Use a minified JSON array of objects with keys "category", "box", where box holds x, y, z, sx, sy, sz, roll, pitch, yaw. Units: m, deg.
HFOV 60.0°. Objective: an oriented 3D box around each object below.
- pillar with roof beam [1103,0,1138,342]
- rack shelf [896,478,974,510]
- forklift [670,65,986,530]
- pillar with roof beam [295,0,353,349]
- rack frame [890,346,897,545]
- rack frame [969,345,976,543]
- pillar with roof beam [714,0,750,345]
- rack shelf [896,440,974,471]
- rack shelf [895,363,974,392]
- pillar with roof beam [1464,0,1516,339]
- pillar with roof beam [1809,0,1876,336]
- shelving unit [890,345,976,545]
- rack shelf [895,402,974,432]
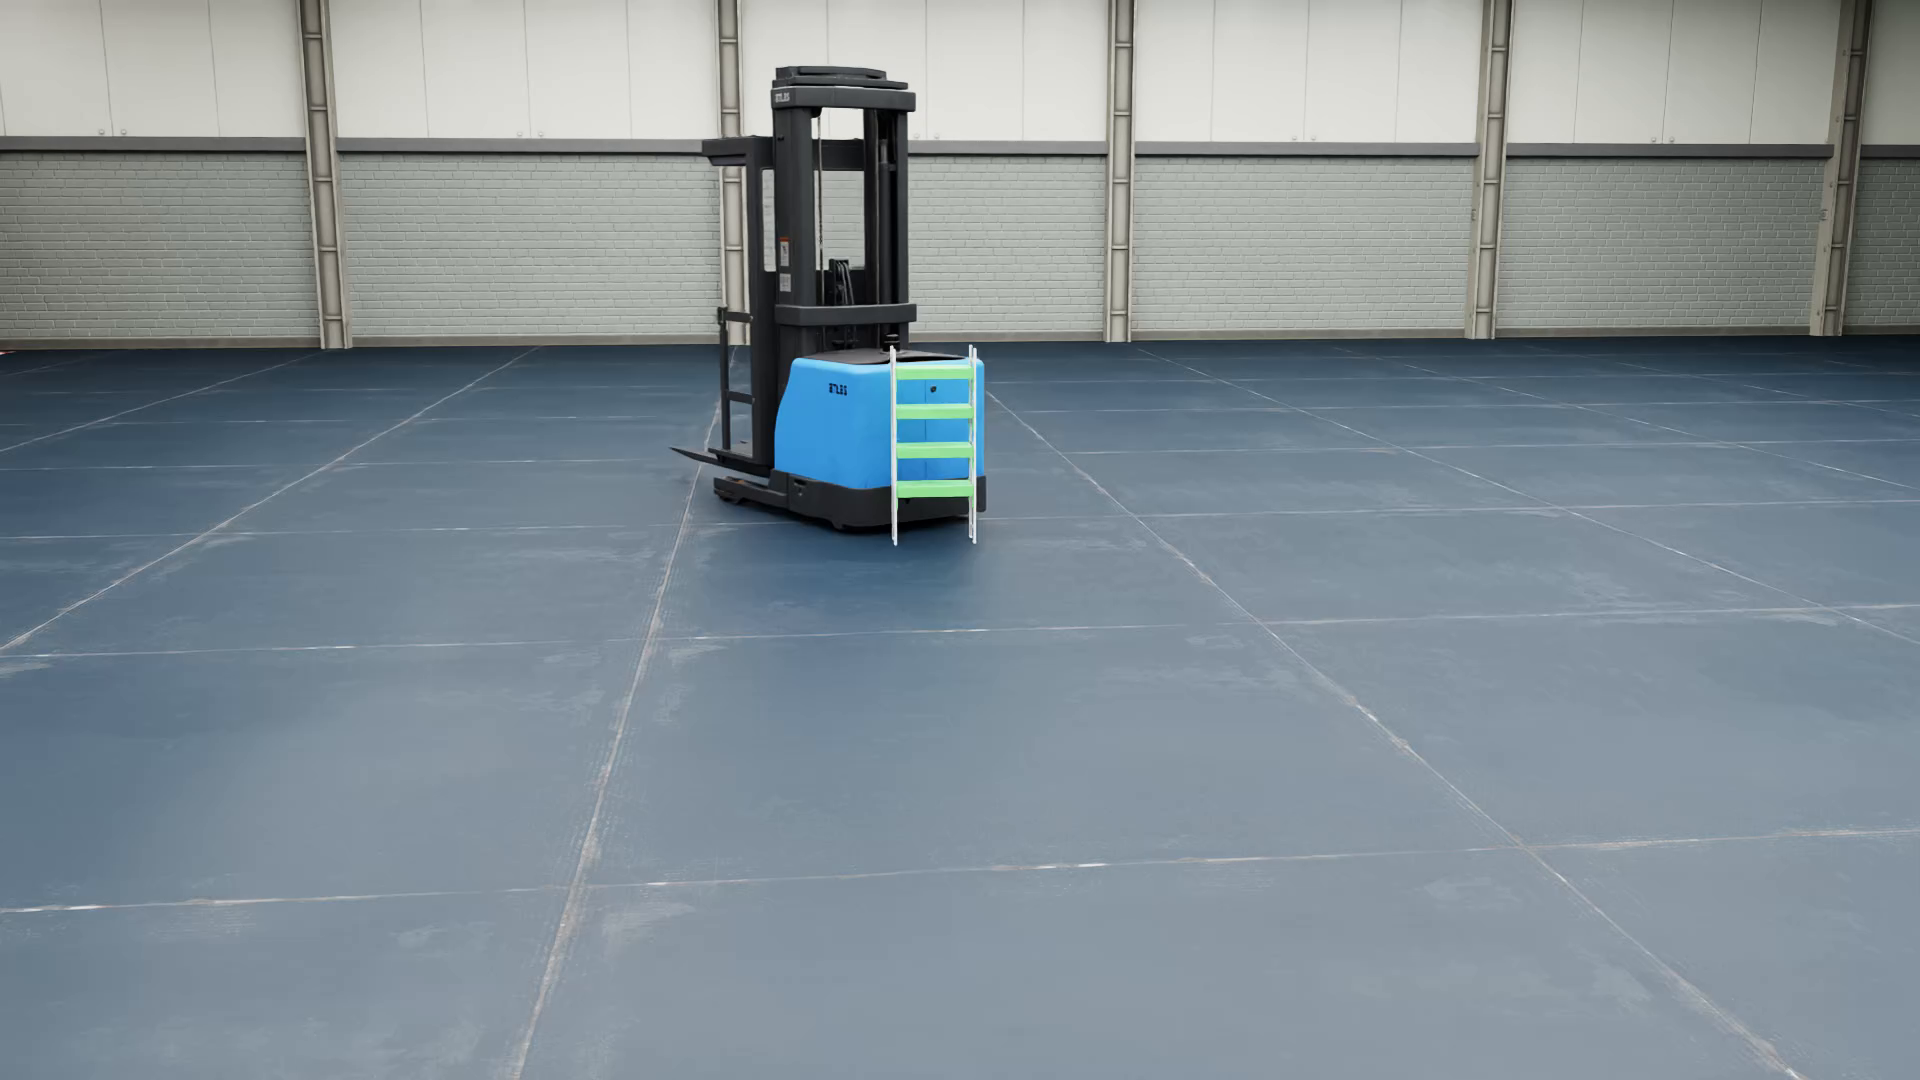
[{"category":"pillar with roof beam","box":[2.960,-6.753,21.389,0.400,9.000,9.100,-1,11,-6]},{"category":"rack shelf","box":[-0.165,-0.287,10.293,0.480,0.148,0.258,-1,11,-6]},{"category":"forklift","box":[-1.092,-1.737,11.607,1.130,2.935,3.031,-8,14,-35]},{"category":"pillar with roof beam","box":[-8.970,-6.503,20.117,0.400,9.000,9.100,-1,11,-6]},{"category":"rack frame","box":[-0.407,-0.580,10.209,0.015,1.200,0.240,-1,11,-6]},{"category":"rack frame","box":[0.078,-0.590,10.261,0.015,1.200,0.240,-1,11,-6]},{"category":"pillar with roof beam","box":[-3.005,-6.628,20.753,0.400,9.000,9.100,-1,11,-6]},{"category":"rack shelf","box":[-0.165,-0.523,10.247,0.480,0.148,0.258,-1,11,-6]},{"category":"rack shelf","box":[-0.165,-0.994,10.154,0.480,0.148,0.258,-1,11,-6]},{"category":"pillar with roof beam","box":[8.925,-6.878,22.024,0.400,9.000,9.100,-1,11,-6]},{"category":"pillar with roof beam","box":[14.890,-7.003,22.660,0.400,9.000,9.100,-1,11,-6]},{"category":"shelving unit","box":[-0.165,-0.585,10.235,0.503,1.200,0.258,-1,11,-6]},{"category":"rack shelf","box":[-0.165,-0.758,10.201,0.480,0.148,0.258,-1,11,-6]}]
